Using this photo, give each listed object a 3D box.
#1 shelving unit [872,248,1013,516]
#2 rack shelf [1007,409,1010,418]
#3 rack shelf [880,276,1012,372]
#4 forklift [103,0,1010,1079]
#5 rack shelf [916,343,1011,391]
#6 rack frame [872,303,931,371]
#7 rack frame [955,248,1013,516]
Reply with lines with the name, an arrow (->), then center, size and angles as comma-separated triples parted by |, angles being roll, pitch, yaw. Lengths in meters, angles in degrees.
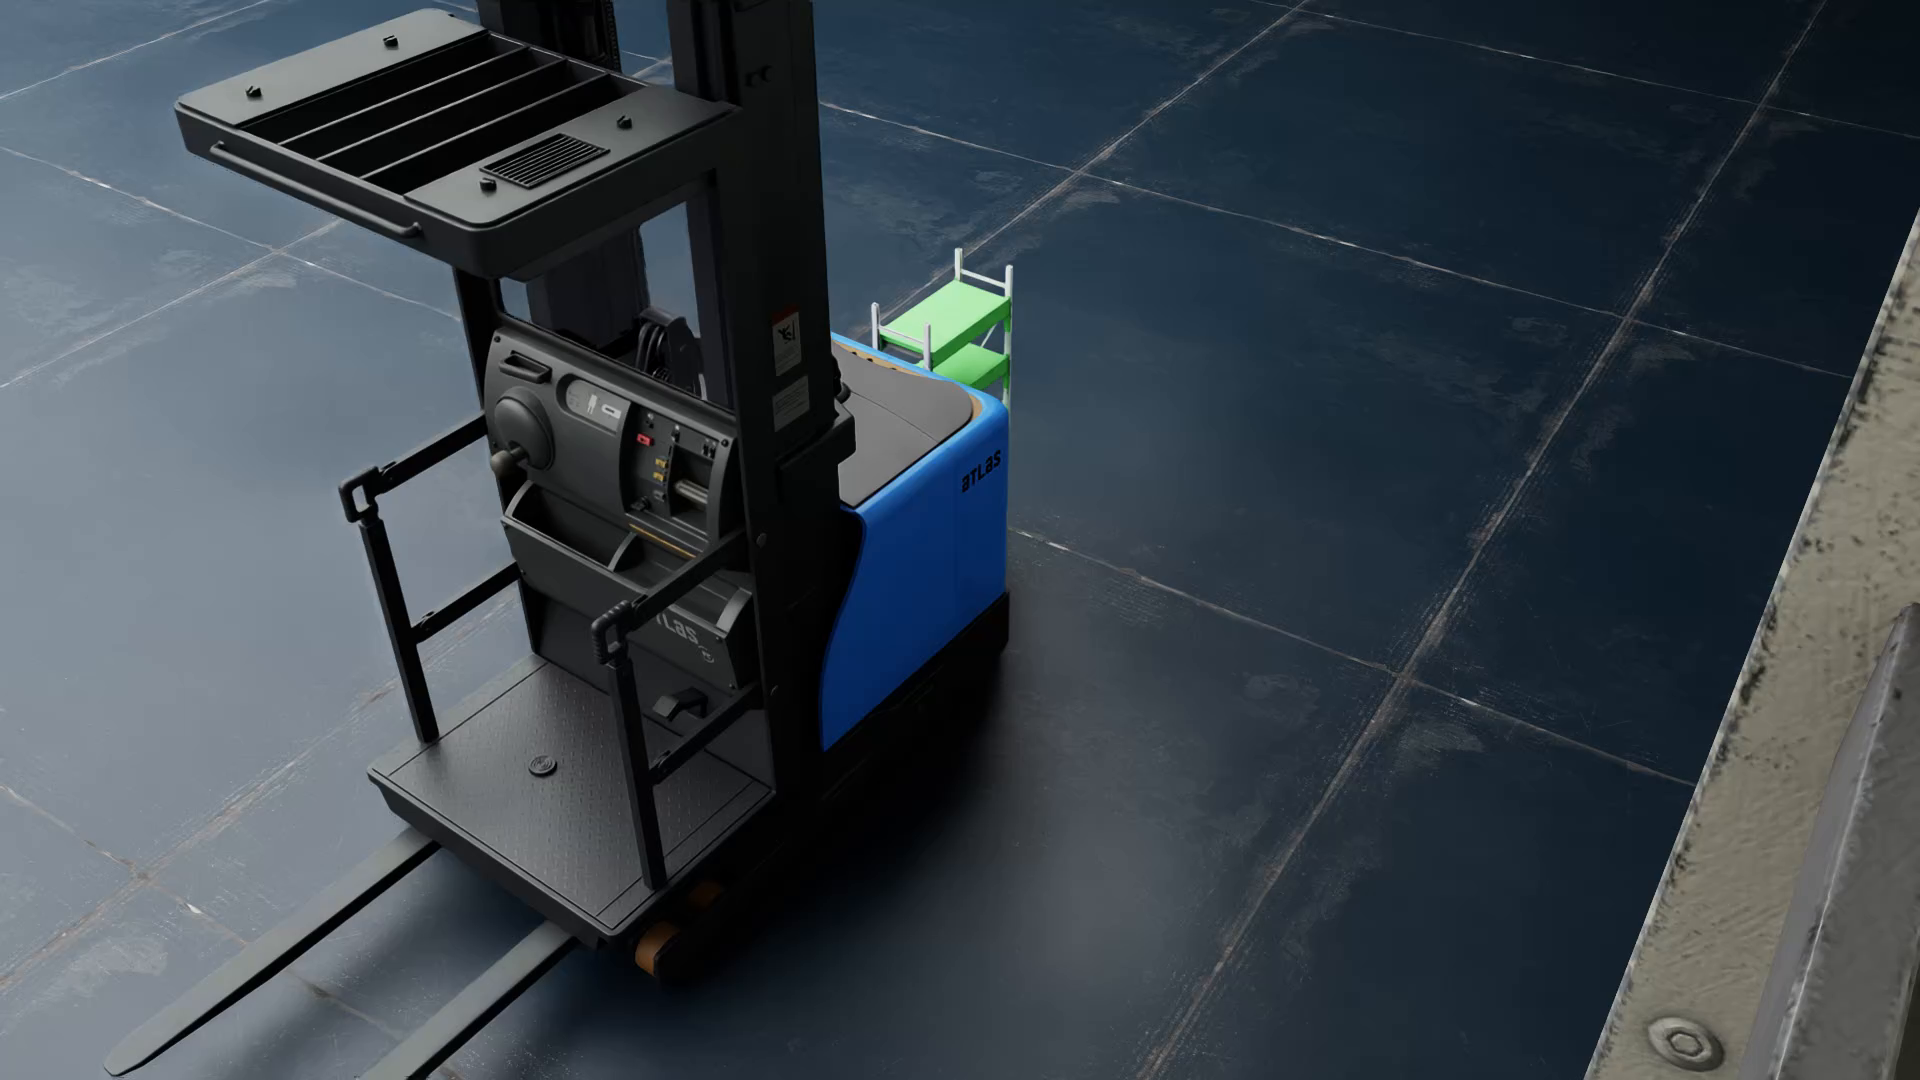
shelving unit -> -0.057, -0.407, 6.123 | 0.258, 1.200, 0.503 | 24, 43, 27
rack shelf -> -0.057, -0.357, 6.162 | 0.258, 0.148, 0.480 | 24, 43, 27
rack shelf -> -0.057, -0.737, 5.869 | 0.258, 0.148, 0.480 | 24, 43, 27
forklift -> -1.105, -0.213, 4.453 | 1.130, 2.935, 3.031 | 24, 44, 28
rack shelf -> -0.057, -0.547, 6.016 | 0.258, 0.148, 0.480 | 24, 43, 27
rack frame -> -0.199, -0.286, 5.966 | 0.240, 1.200, 0.015 | 24, 43, 27
rack frame -> 0.085, -0.529, 6.280 | 0.240, 1.200, 0.015 | 24, 43, 27
